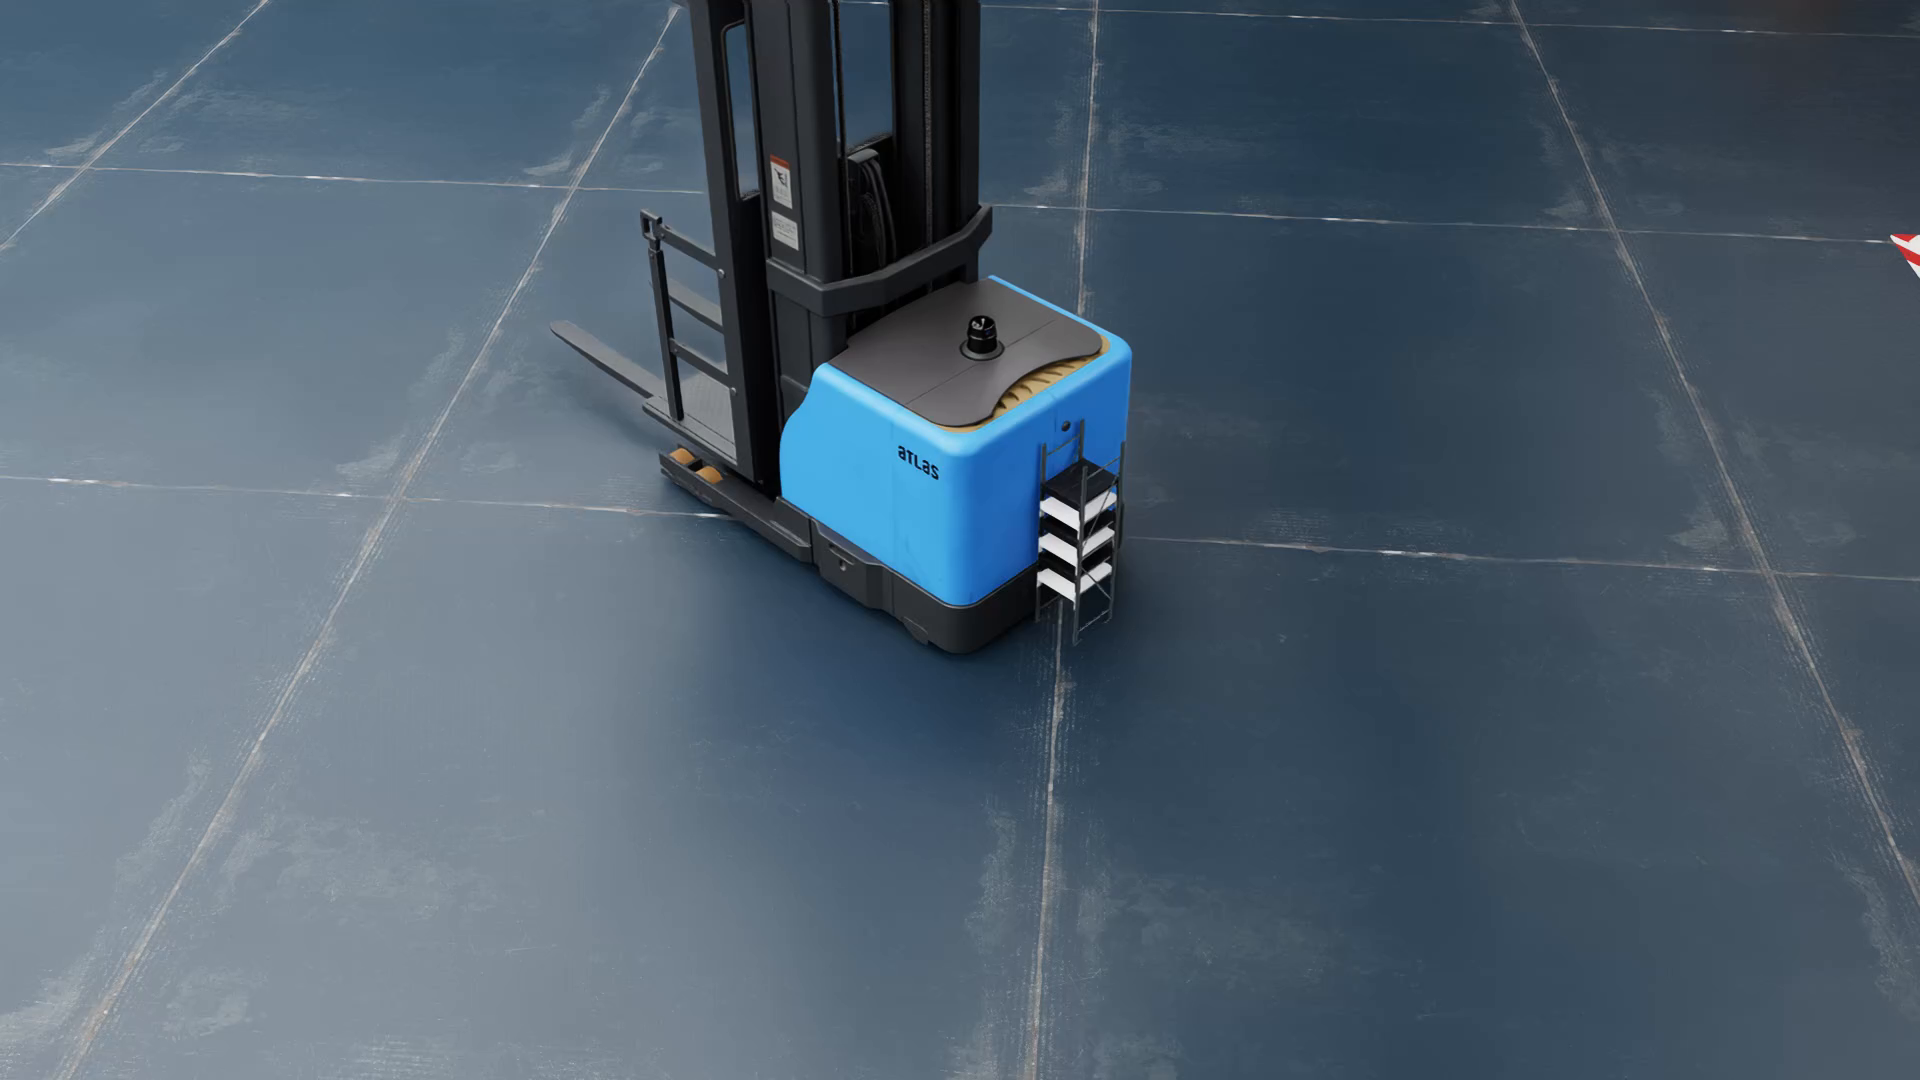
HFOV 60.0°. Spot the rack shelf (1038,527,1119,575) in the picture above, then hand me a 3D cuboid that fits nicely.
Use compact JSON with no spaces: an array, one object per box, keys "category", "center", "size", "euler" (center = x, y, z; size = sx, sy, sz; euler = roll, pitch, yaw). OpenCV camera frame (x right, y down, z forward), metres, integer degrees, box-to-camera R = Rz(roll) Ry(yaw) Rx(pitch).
[{"category":"rack shelf","center":[0.468,0.009,6.579],"size":[0.200,0.077,0.258],"euler":[32,49,33]}]

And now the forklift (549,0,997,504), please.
[{"category":"forklift","center":[-0.746,-1.505,6.828],"size":[2.937,2.867,1.118],"euler":[32,49,33]}]

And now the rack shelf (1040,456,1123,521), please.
[{"category":"rack shelf","center":[0.468,-0.200,6.409],"size":[0.200,0.077,0.258],"euler":[32,49,33]}]

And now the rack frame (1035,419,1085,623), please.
[{"category":"rack frame","center":[0.395,-0.062,6.613],"size":[0.006,0.900,0.240],"euler":[32,49,33]}]

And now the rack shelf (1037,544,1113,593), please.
[{"category":"rack shelf","center":[0.468,0.079,6.636],"size":[0.200,0.077,0.258],"euler":[32,49,33]}]

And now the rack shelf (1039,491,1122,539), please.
[{"category":"rack shelf","center":[0.468,-0.131,6.465],"size":[0.200,0.077,0.258],"euler":[32,49,33]}]

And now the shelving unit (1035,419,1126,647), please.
[{"category":"shelving unit","center":[0.468,-0.017,6.558],"size":[0.210,0.900,0.258],"euler":[32,49,33]}]

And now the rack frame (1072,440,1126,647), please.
[{"category":"rack frame","center":[0.540,0.028,6.503],"size":[0.006,0.900,0.240],"euler":[32,49,33]}]

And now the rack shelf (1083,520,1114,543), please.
[{"category":"rack shelf","center":[0.468,-0.072,6.513],"size":[0.184,0.015,0.199],"euler":[32,49,33]}]

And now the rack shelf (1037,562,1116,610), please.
[{"category":"rack shelf","center":[0.468,0.149,6.693],"size":[0.200,0.077,0.258],"euler":[32,49,33]}]

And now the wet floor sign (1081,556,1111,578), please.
[{"category":"wet floor sign","center":[2.516,3.623,2.288],"size":[8.687,0.644,8.693],"euler":[16,42,19]}]
